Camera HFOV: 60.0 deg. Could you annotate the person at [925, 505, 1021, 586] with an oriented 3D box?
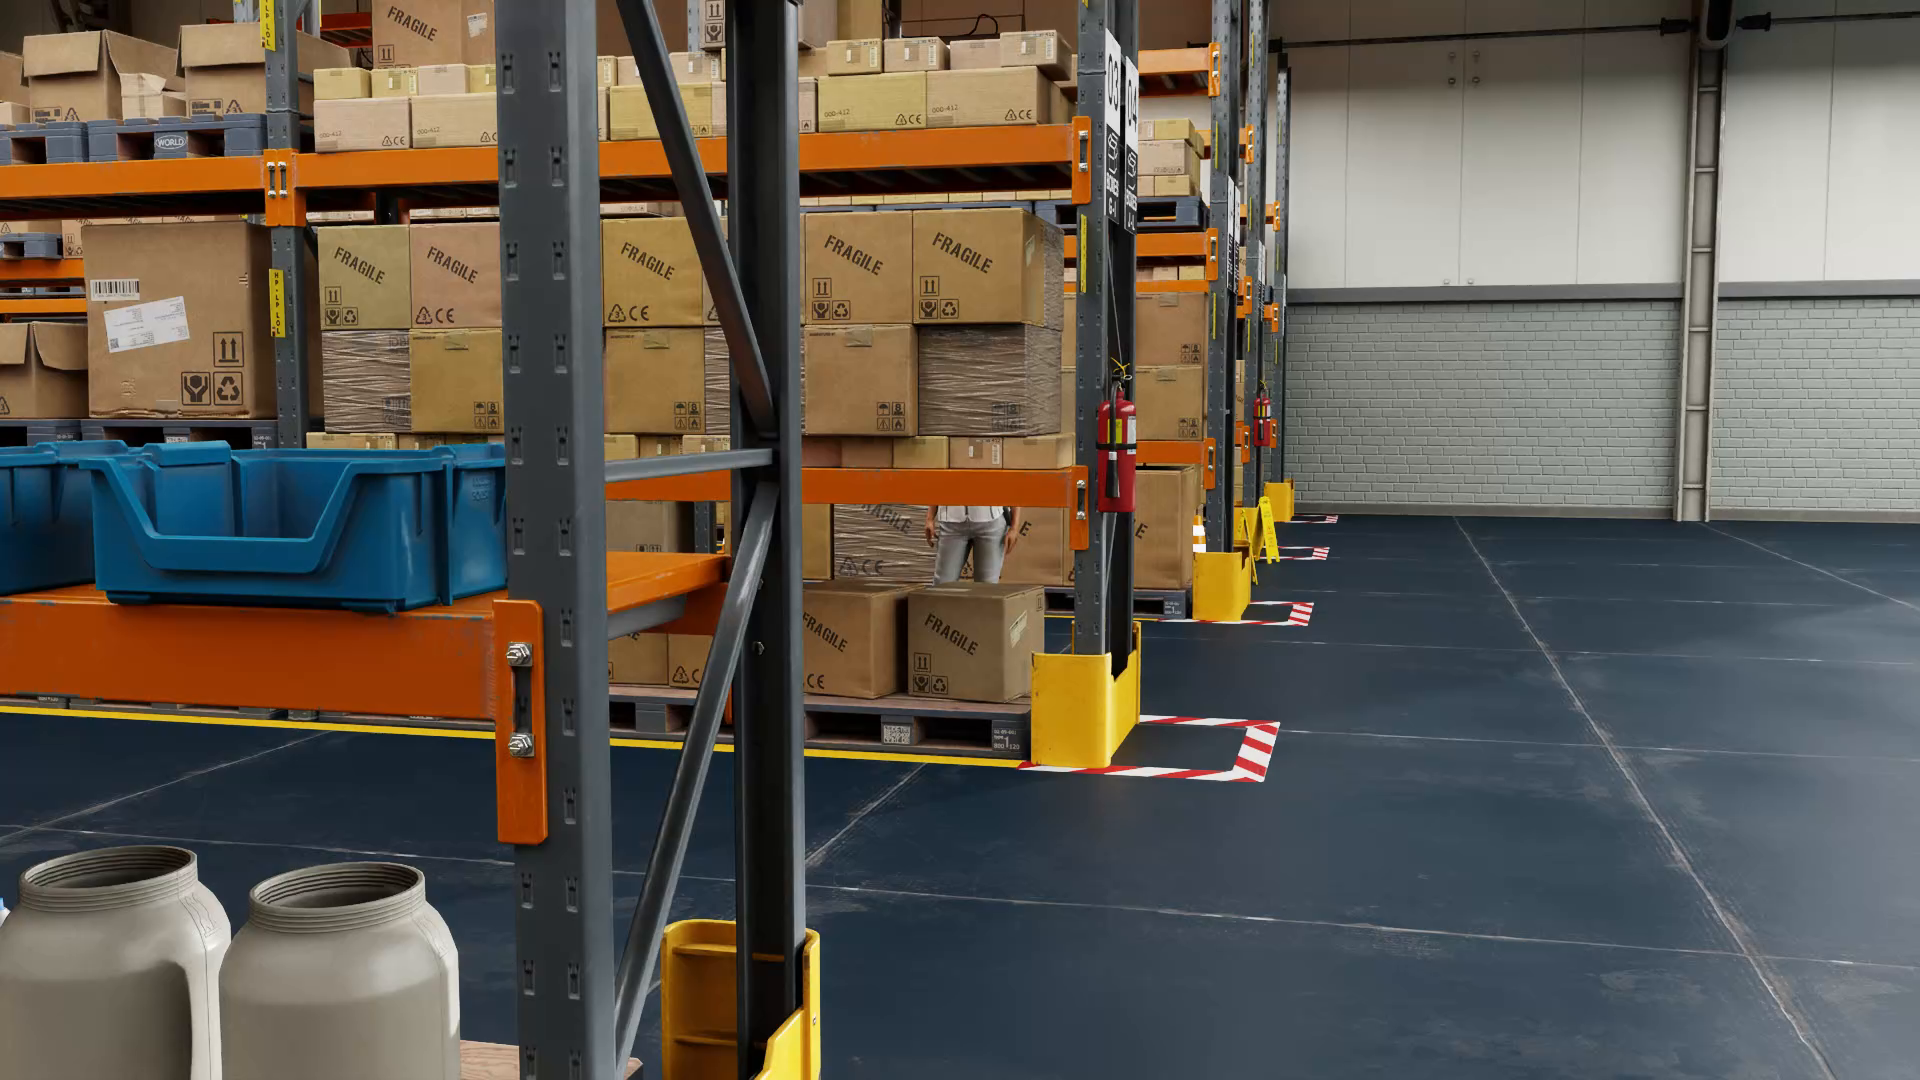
[{"bbox_3d":[0.044,-0.052,9.740,0.599,1.671,0.529,1,5,14],"label":"person"}]
